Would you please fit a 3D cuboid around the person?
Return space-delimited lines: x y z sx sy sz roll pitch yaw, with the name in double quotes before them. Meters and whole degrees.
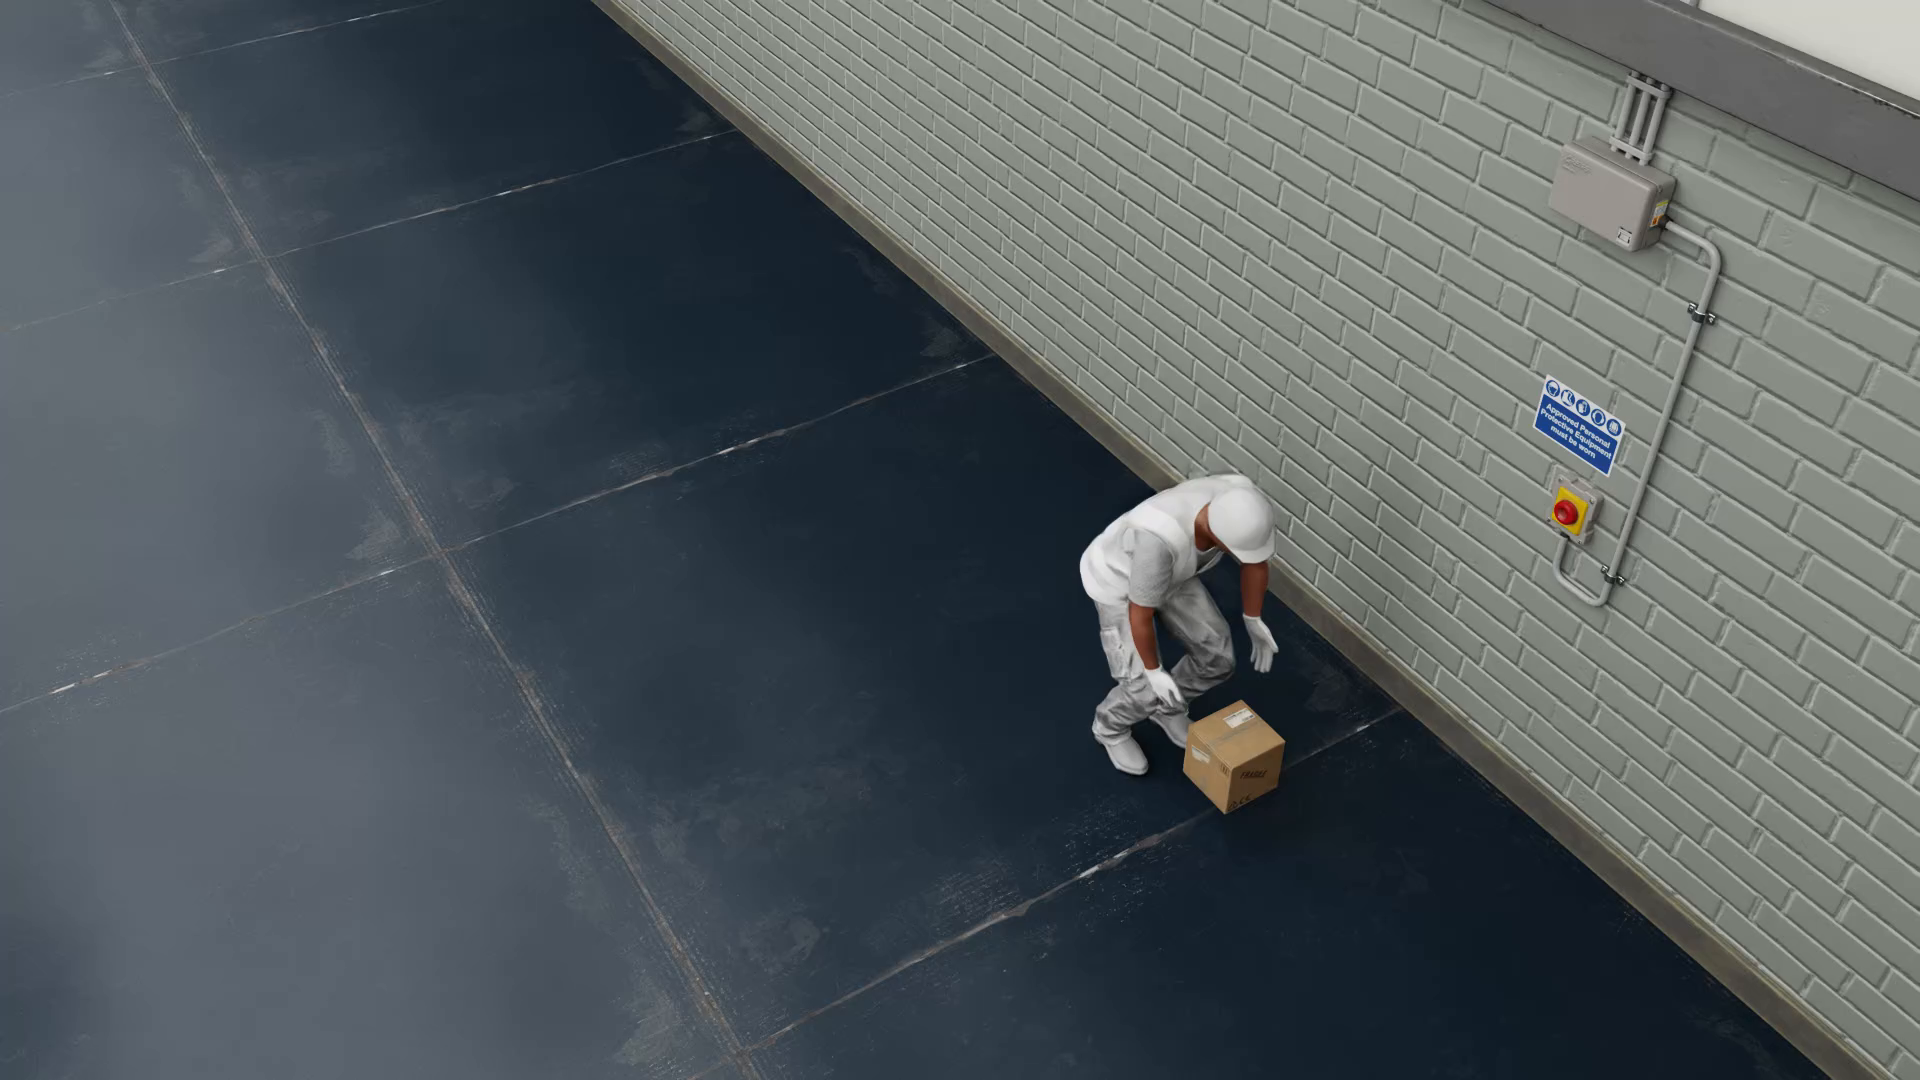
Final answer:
"person" 0.803 0.249 6.114 0.612 1.441 0.755 -22 45 -24
